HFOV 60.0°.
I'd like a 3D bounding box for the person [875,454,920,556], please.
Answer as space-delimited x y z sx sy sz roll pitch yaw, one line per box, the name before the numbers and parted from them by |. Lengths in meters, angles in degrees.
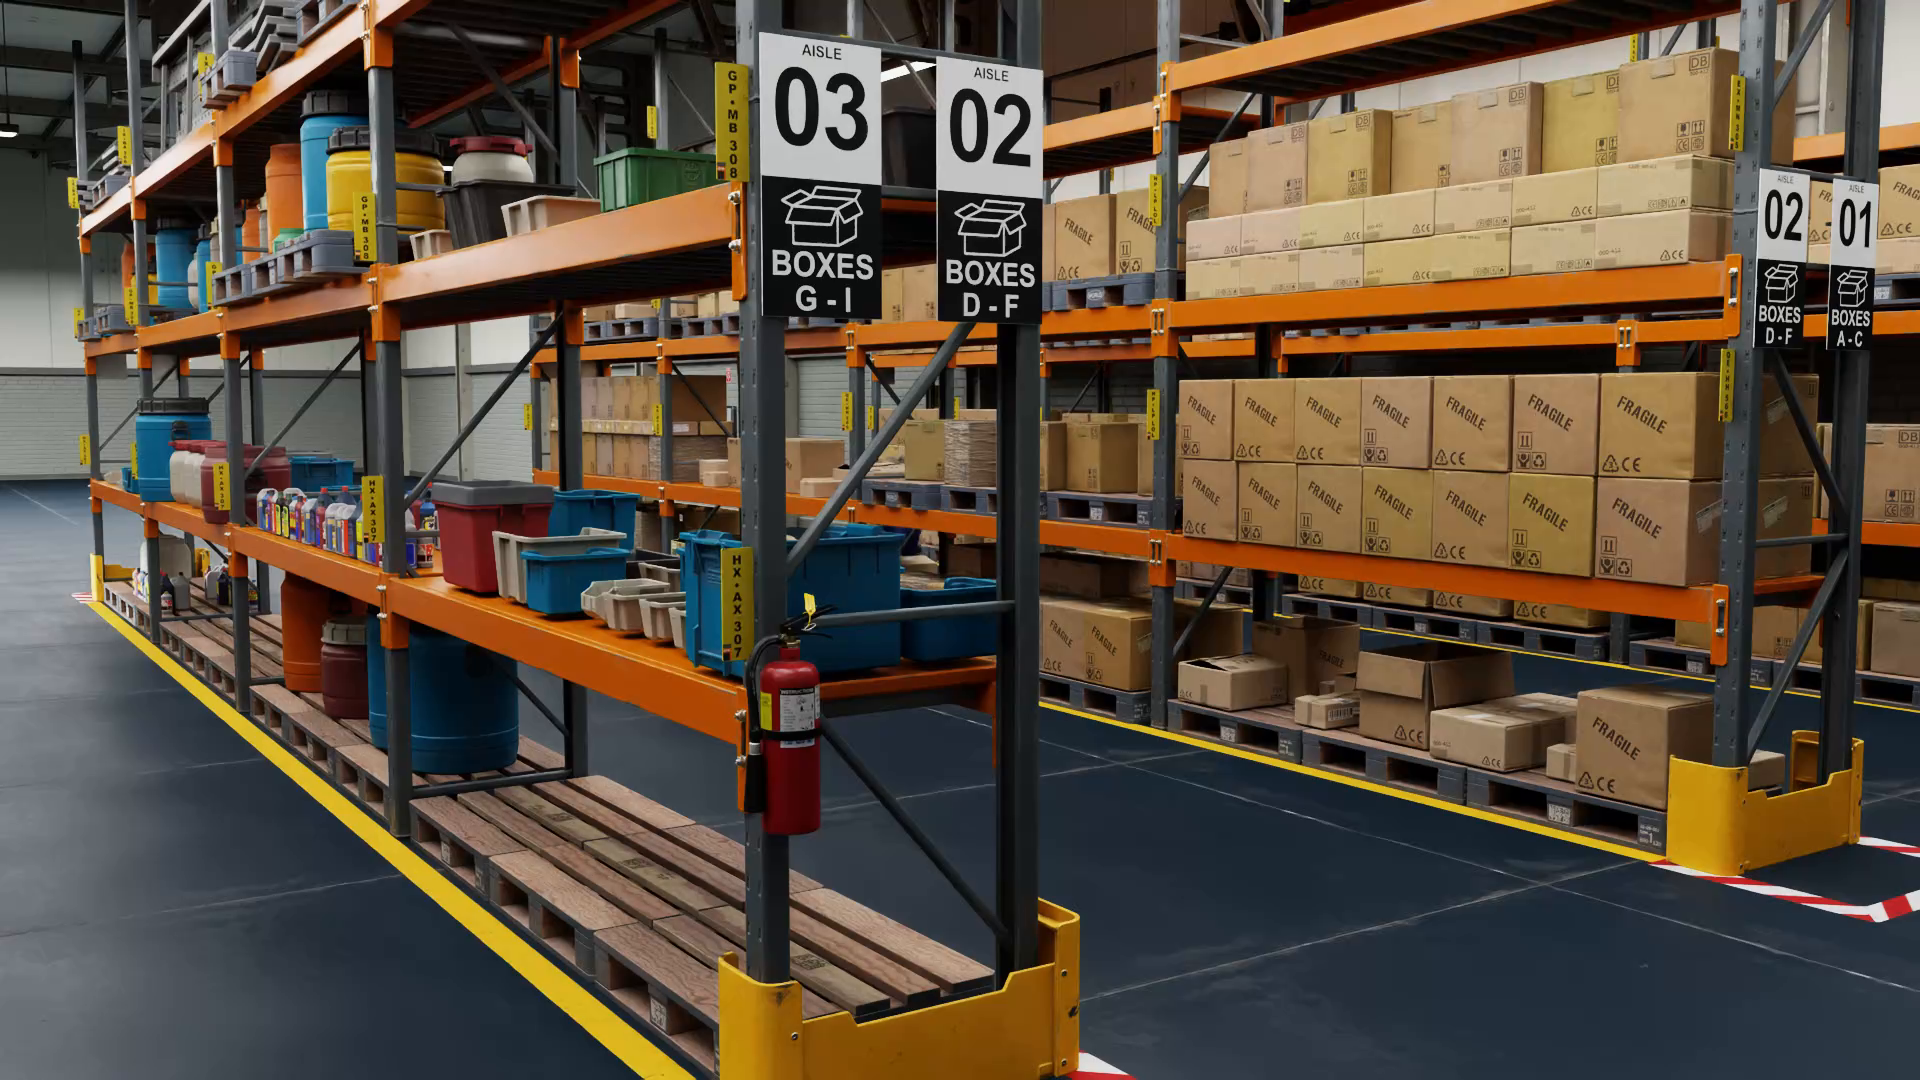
person | -0.712 -0.108 17.674 0.774 1.611 0.533 -3 6 -36
